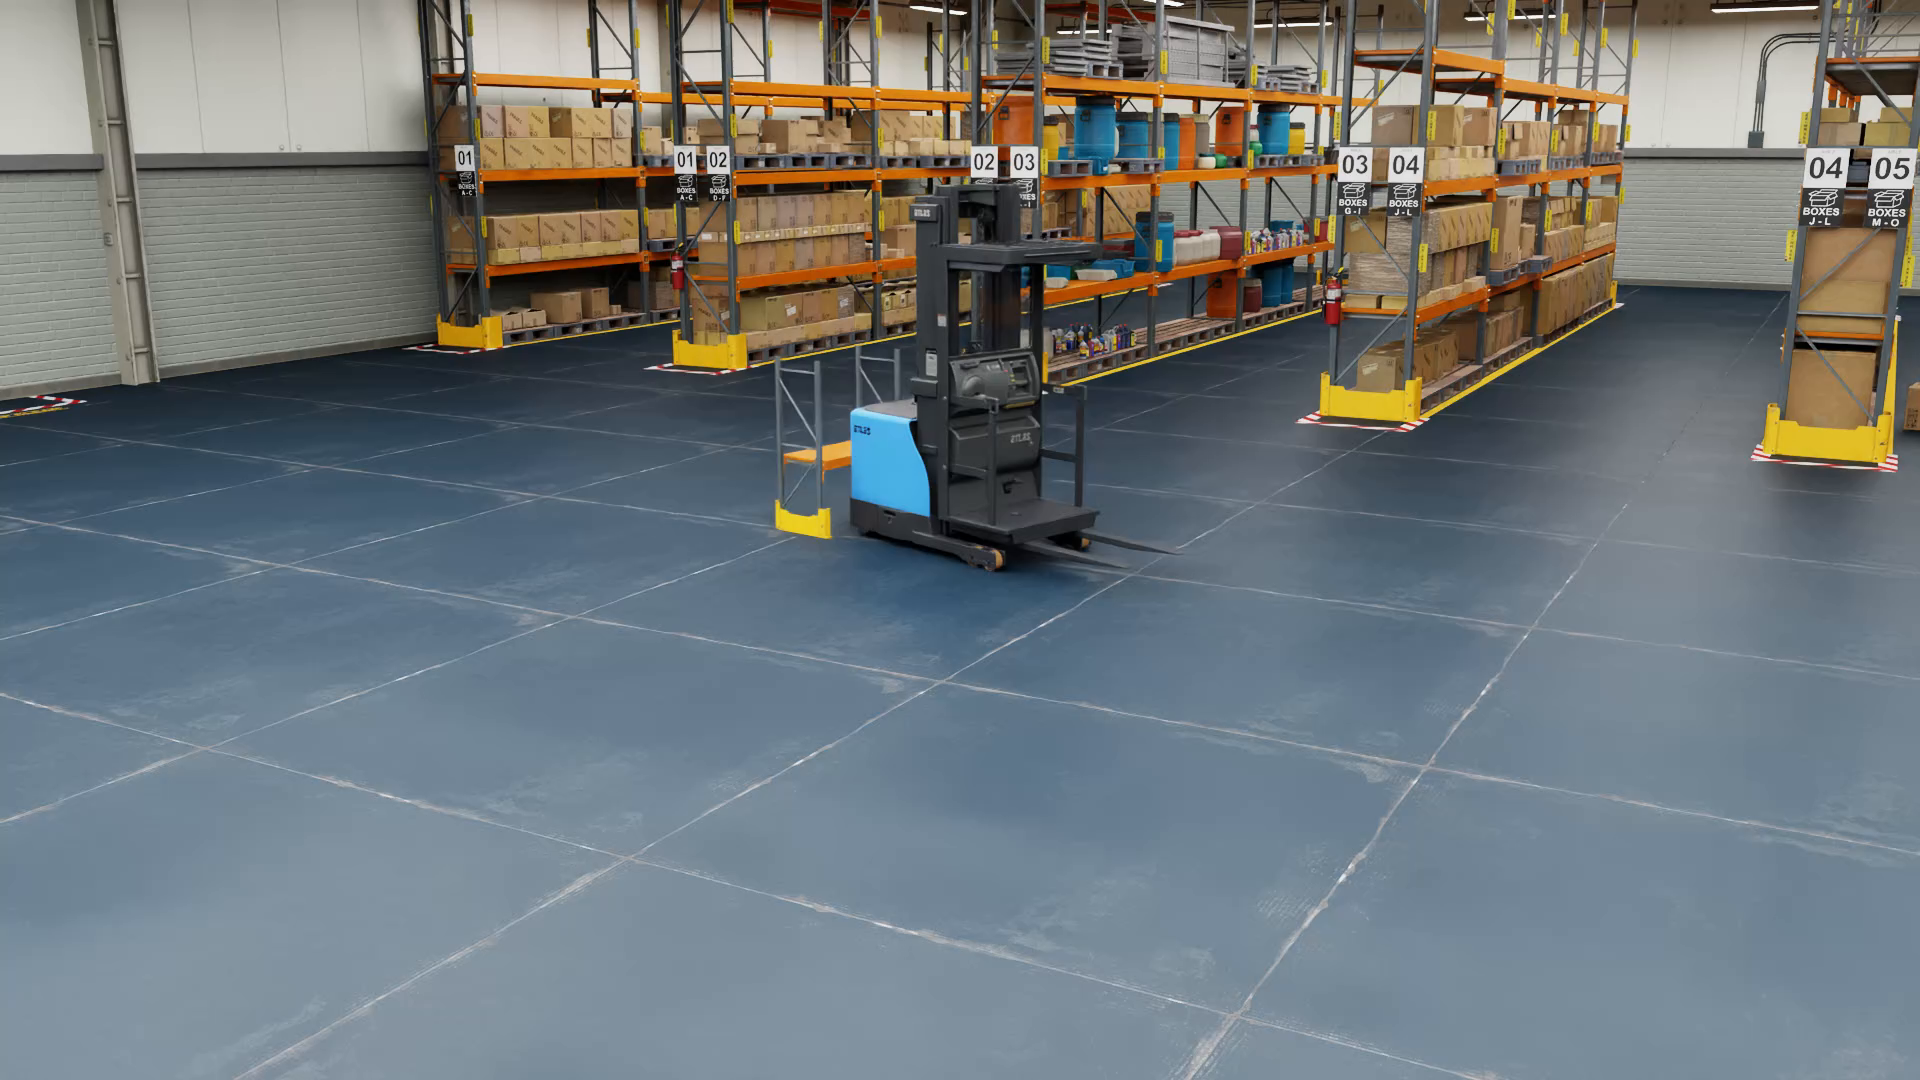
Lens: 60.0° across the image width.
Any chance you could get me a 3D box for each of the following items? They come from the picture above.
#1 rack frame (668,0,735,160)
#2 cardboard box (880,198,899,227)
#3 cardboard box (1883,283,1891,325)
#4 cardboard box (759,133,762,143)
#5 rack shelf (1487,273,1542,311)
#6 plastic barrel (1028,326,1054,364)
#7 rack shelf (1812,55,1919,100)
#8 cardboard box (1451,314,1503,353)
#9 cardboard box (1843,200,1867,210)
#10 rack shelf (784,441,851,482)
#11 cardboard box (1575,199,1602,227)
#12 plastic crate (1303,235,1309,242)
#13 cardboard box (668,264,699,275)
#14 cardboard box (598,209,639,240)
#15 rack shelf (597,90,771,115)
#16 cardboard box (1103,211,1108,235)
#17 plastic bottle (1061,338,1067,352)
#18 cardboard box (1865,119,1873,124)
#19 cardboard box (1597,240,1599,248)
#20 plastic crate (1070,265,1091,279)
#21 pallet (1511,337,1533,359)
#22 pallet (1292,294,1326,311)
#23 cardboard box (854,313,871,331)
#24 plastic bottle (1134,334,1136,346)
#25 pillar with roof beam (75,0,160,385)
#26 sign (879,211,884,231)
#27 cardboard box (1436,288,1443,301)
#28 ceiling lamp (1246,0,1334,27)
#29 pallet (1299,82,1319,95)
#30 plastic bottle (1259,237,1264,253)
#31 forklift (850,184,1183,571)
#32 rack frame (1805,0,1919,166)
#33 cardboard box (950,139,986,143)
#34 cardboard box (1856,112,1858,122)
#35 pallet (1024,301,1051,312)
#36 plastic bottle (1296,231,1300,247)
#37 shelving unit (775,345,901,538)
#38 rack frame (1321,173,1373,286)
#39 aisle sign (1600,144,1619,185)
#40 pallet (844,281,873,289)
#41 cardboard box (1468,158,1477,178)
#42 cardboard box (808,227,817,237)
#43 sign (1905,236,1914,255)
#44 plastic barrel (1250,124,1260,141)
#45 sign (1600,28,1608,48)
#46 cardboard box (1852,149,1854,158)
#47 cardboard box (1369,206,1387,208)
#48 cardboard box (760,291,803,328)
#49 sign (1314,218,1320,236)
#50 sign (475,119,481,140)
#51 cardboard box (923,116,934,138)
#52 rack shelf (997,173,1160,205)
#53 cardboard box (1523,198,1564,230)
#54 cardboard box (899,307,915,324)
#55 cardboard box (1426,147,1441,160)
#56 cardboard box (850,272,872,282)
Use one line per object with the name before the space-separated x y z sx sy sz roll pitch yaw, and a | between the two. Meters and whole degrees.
rack frame | -3.720 -6.986 23.813 1.000 3.000 0.127 7 15 28
cardboard box | -1.981 -7.348 37.471 0.980 0.700 0.700 8 16 29
cardboard box | 10.010 -2.734 18.655 0.875 0.550 0.550 7 15 28
cardboard box | -3.126 -6.137 25.686 0.500 0.311 0.500 10 17 35
rack shelf | 7.850 -3.828 25.047 1.077 0.370 4.000 7 15 28
plastic barrel | 1.108 -2.749 23.450 0.421 0.512 0.421 0 14 0
rack shelf | 10.210 -5.147 18.570 1.077 0.370 4.000 7 15 28
cardboard box | 7.716 -3.100 24.888 0.700 0.500 0.500 6 15 23
cardboard box | 15.034 -5.633 28.015 0.500 0.500 0.500 7 15 26
rack shelf | -1.045 -0.707 14.533 0.538 0.185 1.000 11 17 37
cardboard box | 11.698 -6.122 31.112 0.500 0.500 0.500 7 15 26
plastic crate | 6.765 -5.950 32.750 0.396 0.136 0.243 7 15 28
cardboard box | -5.325 -5.165 31.853 0.500 0.250 0.500 7 15 26
cardboard box | -6.083 -5.621 29.624 0.500 0.500 0.500 7 15 28
rack shelf | -5.158 -8.234 31.375 1.077 0.370 4.000 7 15 28
cardboard box | 2.810 -6.760 35.459 0.500 0.500 0.500 8 16 29
plastic bottle | 1.534 -2.895 24.673 0.097 0.201 0.097 0 14 0
cardboard box | 13.078 -5.997 24.261 0.396 0.266 0.258 7 15 28
cardboard box | 11.811 -5.576 31.297 0.380 0.149 0.250 8 15 29
plastic crate | 1.644 -3.979 24.591 0.450 0.188 0.662 7 15 28
pallet | 8.438 -3.072 26.328 1.003 0.211 1.213 7 15 28
pallet | 6.737 -4.770 33.368 1.003 0.211 1.213 7 15 28
cardboard box | -1.820 -3.638 27.695 0.500 0.250 0.500 7 15 28
plastic bottle | 2.645 -3.072 25.410 0.097 0.201 0.097 0 14 0
pillar with roof beam | -7.609 -6.070 20.010 9.100 9.000 0.400 7 15 28
sign | -1.300 -5.287 27.549 0.100 0.325 0.005 7 15 28
cardboard box | 5.895 -3.113 21.084 0.380 0.149 0.250 7 15 28
ceiling lamp | 7.500 -13.373 37.850 2.000 3.185 0.800 7 15 28
pallet | 6.042 -8.427 31.044 1.003 0.211 1.213 7 15 28
plastic bottle | 5.413 -5.309 29.905 0.061 0.283 0.133 7 15 28
forklift | 0.430 -1.317 13.243 1.130 2.935 3.031 -12 18 -42
rack frame | 9.243 -5.281 16.737 1.000 3.000 0.127 7 15 28
cardboard box | 0.328 -7.312 31.348 0.910 0.500 0.500 7 15 28
cardboard box | 10.458 -5.021 19.785 0.380 0.149 0.250 7 15 28
pallet | 1.132 -4.754 33.302 1.003 0.211 1.213 7 15 28
plastic bottle | 6.436 -5.743 31.705 0.061 0.283 0.133 7 15 28
shelving unit | -1.039 -0.883 14.498 0.587 1.500 1.083 11 17 37
rack frame | 8.349 -6.791 35.801 1.000 3.000 0.127 7 15 28
aisle sign | 12.982 -7.474 33.089 0.394 0.787 0.004 7 15 28
pallet | -2.565 -5.570 36.687 1.003 0.211 1.213 7 15 28
cardboard box | 6.388 -4.819 21.541 0.500 0.250 0.500 7 15 28
cardboard box | -2.471 -4.859 26.193 0.380 0.149 0.250 8 16 30
sign | 11.663 -3.582 20.474 0.100 0.325 0.005 7 15 28
plastic barrel | 5.206 -7.259 30.156 0.433 0.535 0.433 0 14 0
sign | 11.232 -8.759 29.002 0.100 0.325 0.005 7 15 28
cardboard box | 10.579 -4.684 20.090 0.380 0.149 0.250 7 15 28
cardboard box | 5.480 -3.973 21.130 0.500 0.500 0.500 7 15 28
cardboard box | -2.796 -3.594 25.911 0.500 0.500 0.500 7 15 28
sign | 6.896 -6.042 32.104 0.100 0.325 0.005 7 15 28
sign | -7.583 -6.452 26.132 0.100 0.325 0.005 7 15 28
cardboard box | -0.935 -9.525 38.354 0.500 0.500 0.500 7 15 26
rack shelf | 1.581 -5.027 23.619 1.077 0.370 4.000 7 15 28
cardboard box | 9.821 -5.544 28.277 0.797 0.503 0.637 8 16 30
cardboard box | -1.126 -3.918 28.854 0.500 0.250 0.500 8 16 29
cardboard box | 5.495 -4.599 19.777 0.380 0.149 0.250 8 16 29
cardboard box | -2.458 -6.104 36.641 0.750 0.750 0.750 8 15 29
